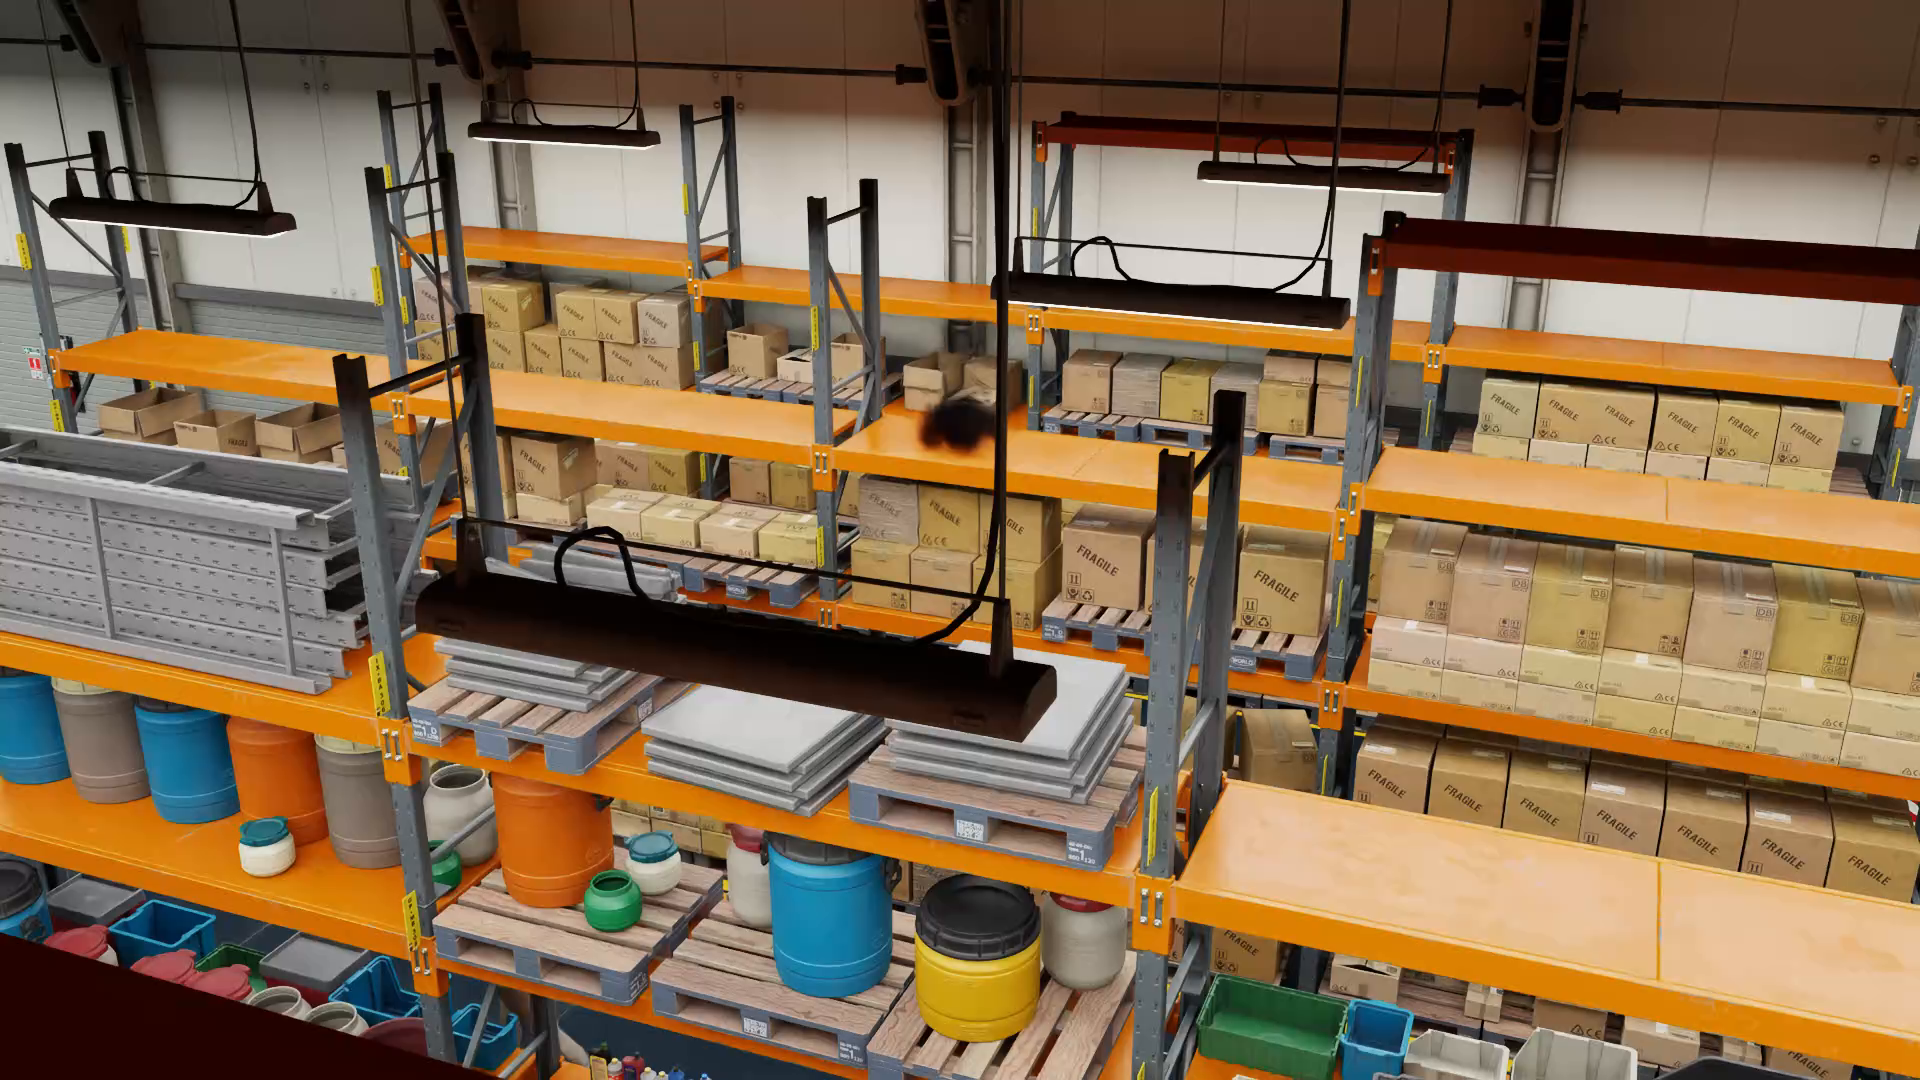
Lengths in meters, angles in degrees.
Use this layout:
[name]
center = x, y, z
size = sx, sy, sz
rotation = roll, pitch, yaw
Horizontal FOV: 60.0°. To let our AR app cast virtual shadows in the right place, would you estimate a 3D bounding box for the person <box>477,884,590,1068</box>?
[person]
center = -3.136, 3.164, 11.921
size = 1.041, 1.578, 0.664
rotation = 12, 24, 30
